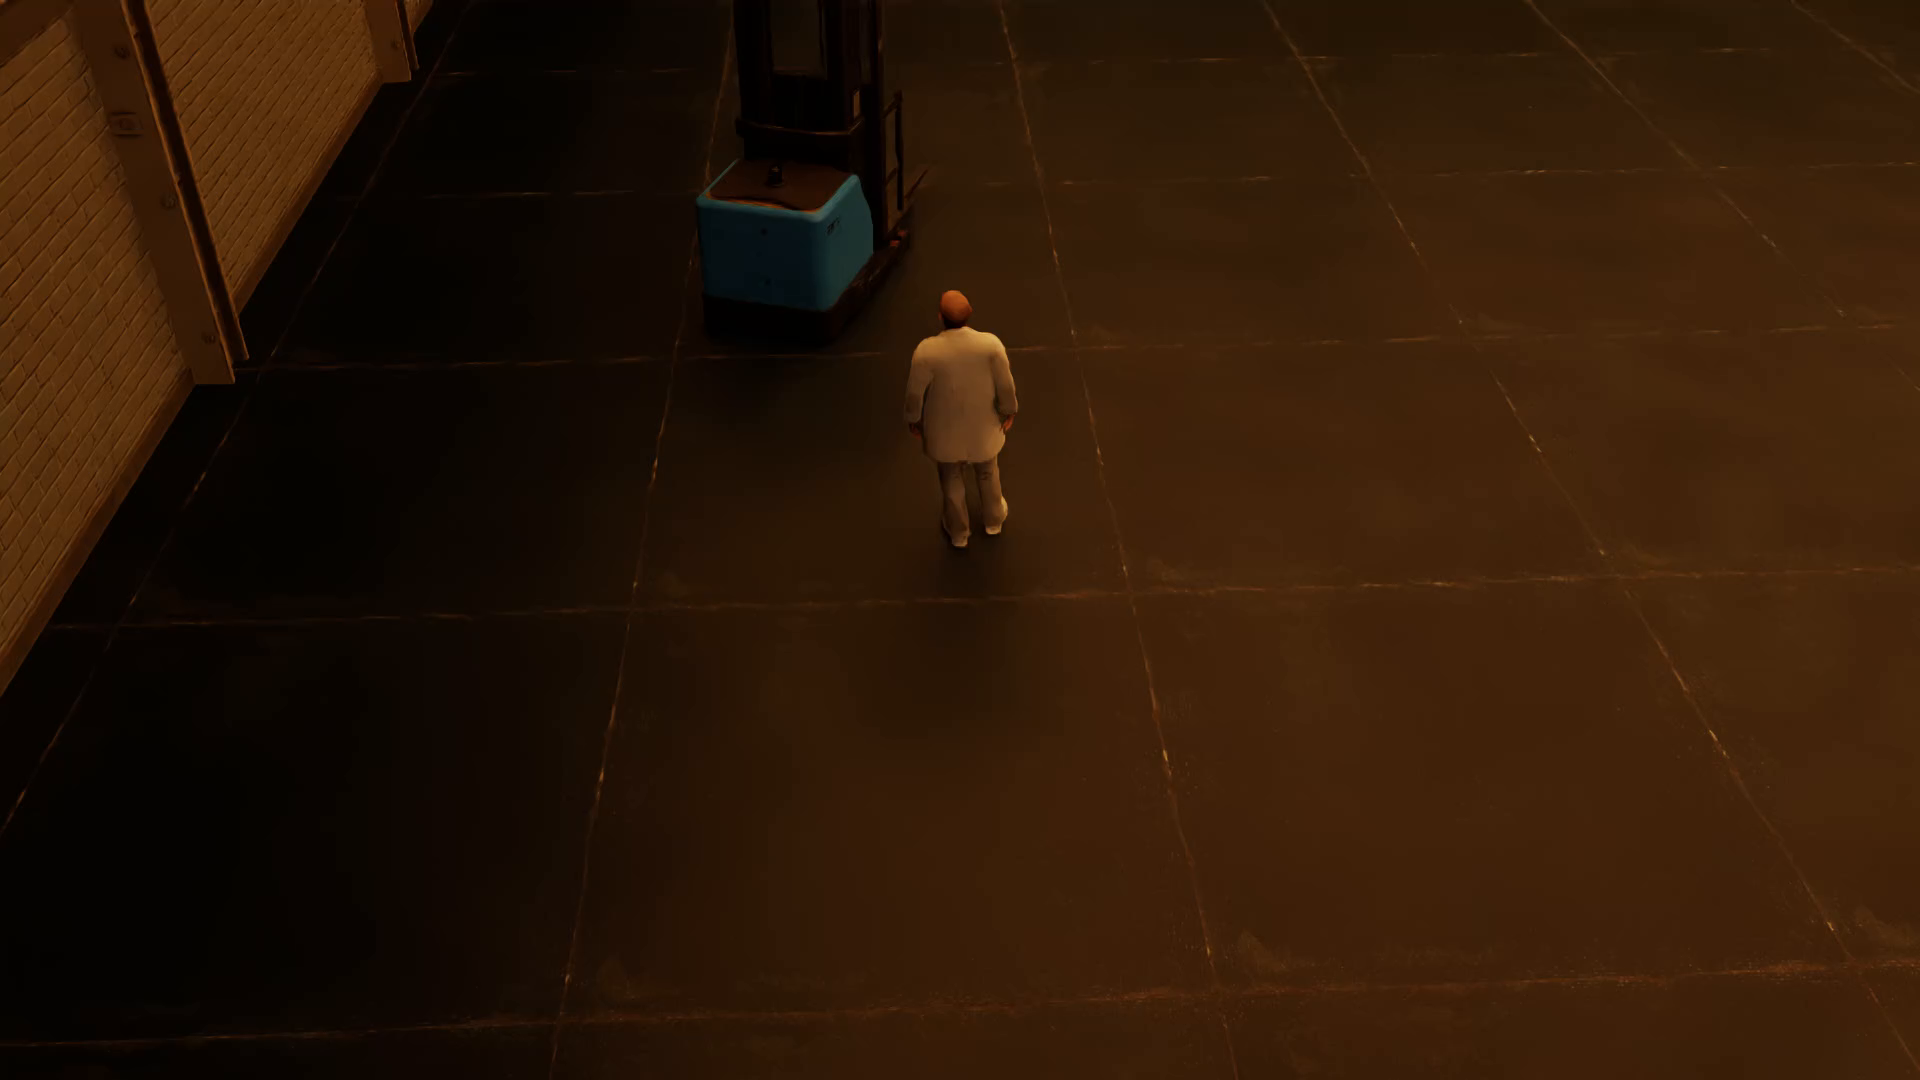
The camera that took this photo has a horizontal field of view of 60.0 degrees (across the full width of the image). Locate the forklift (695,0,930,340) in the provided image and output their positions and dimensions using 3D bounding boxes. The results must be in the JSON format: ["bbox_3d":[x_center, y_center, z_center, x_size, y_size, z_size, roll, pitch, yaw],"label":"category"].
[{"bbox_3d":[-1.033,-3.543,12.875,1.130,2.935,3.031,10,37,14],"label":"forklift"}]

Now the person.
[{"bbox_3d":[0.000,-0.778,10.046,0.694,1.776,0.579,-2,36,-2],"label":"person"}]
